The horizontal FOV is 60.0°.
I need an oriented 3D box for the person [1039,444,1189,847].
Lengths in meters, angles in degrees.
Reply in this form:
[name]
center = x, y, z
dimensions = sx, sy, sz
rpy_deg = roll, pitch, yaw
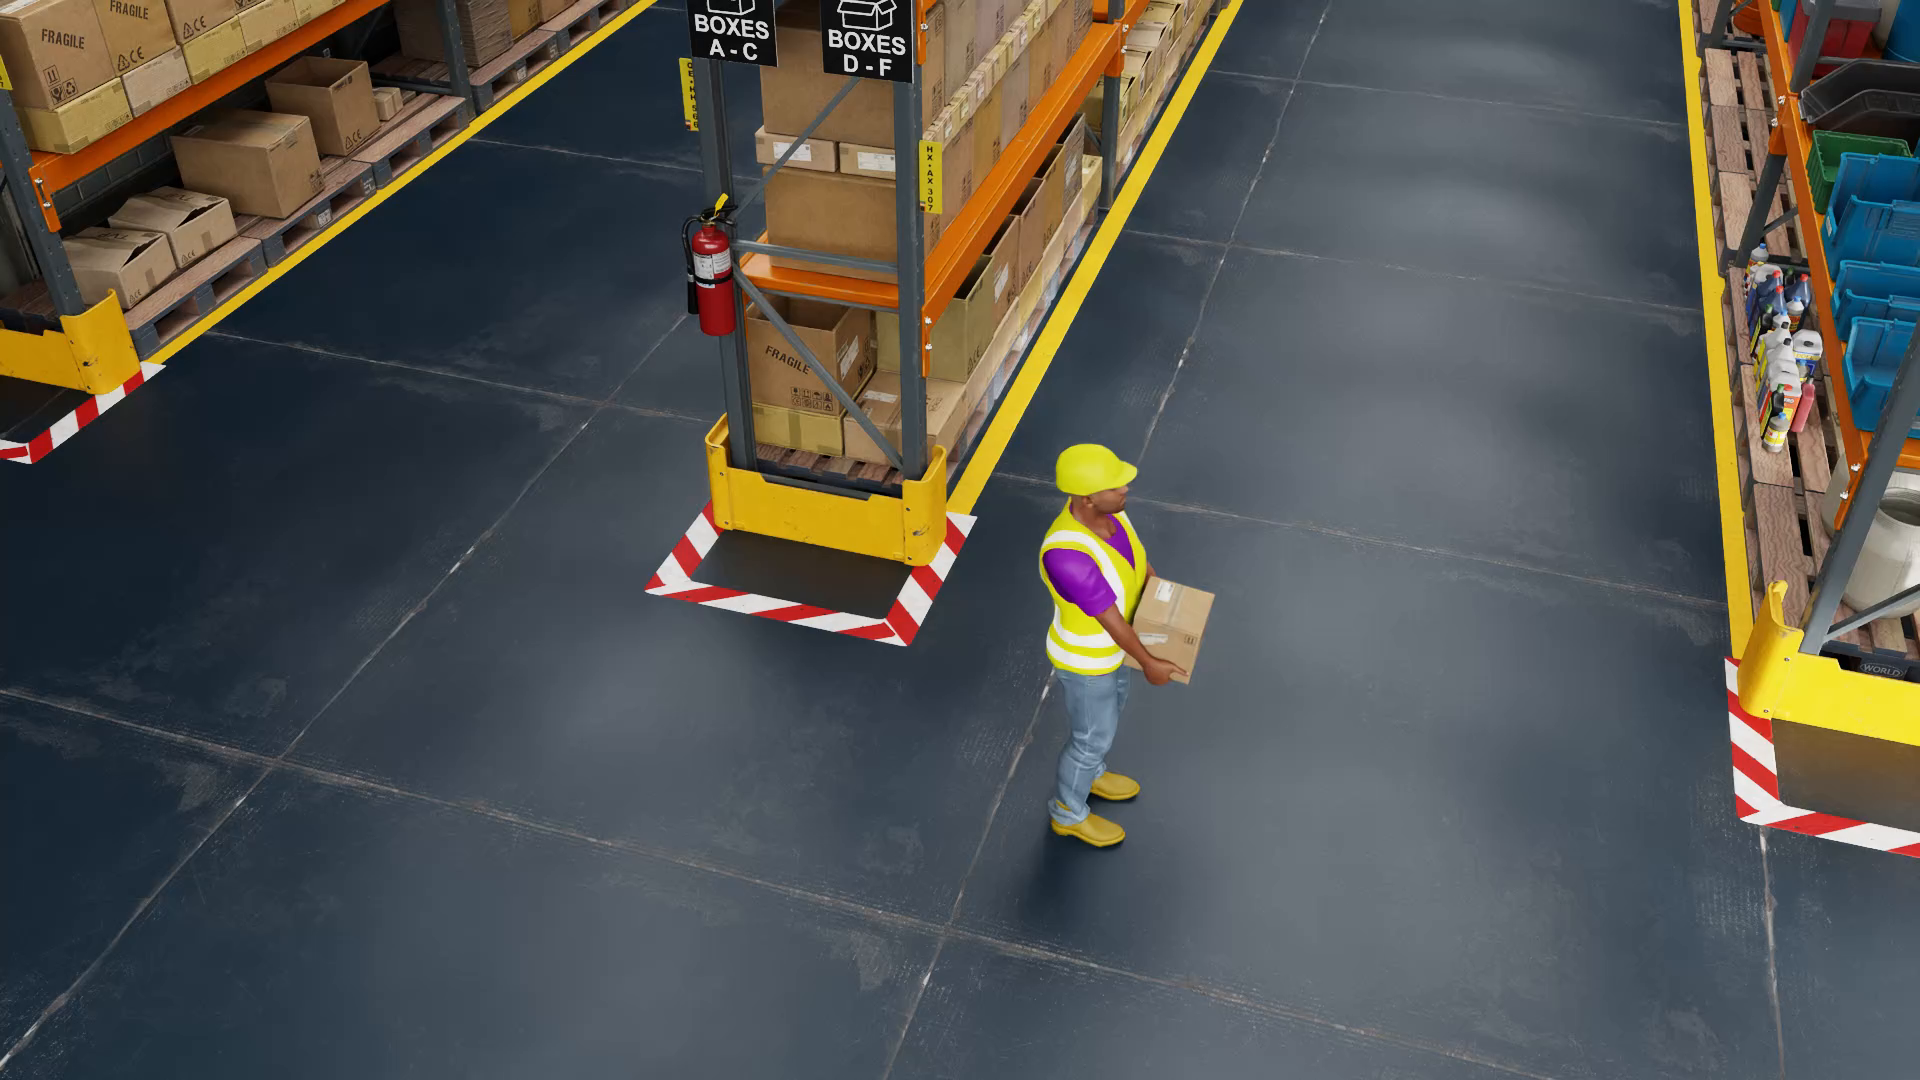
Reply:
[person]
center = 0.610, 0.412, 6.328
dimensions = 0.587, 1.759, 0.503
rpy_deg = 11, 38, 15
